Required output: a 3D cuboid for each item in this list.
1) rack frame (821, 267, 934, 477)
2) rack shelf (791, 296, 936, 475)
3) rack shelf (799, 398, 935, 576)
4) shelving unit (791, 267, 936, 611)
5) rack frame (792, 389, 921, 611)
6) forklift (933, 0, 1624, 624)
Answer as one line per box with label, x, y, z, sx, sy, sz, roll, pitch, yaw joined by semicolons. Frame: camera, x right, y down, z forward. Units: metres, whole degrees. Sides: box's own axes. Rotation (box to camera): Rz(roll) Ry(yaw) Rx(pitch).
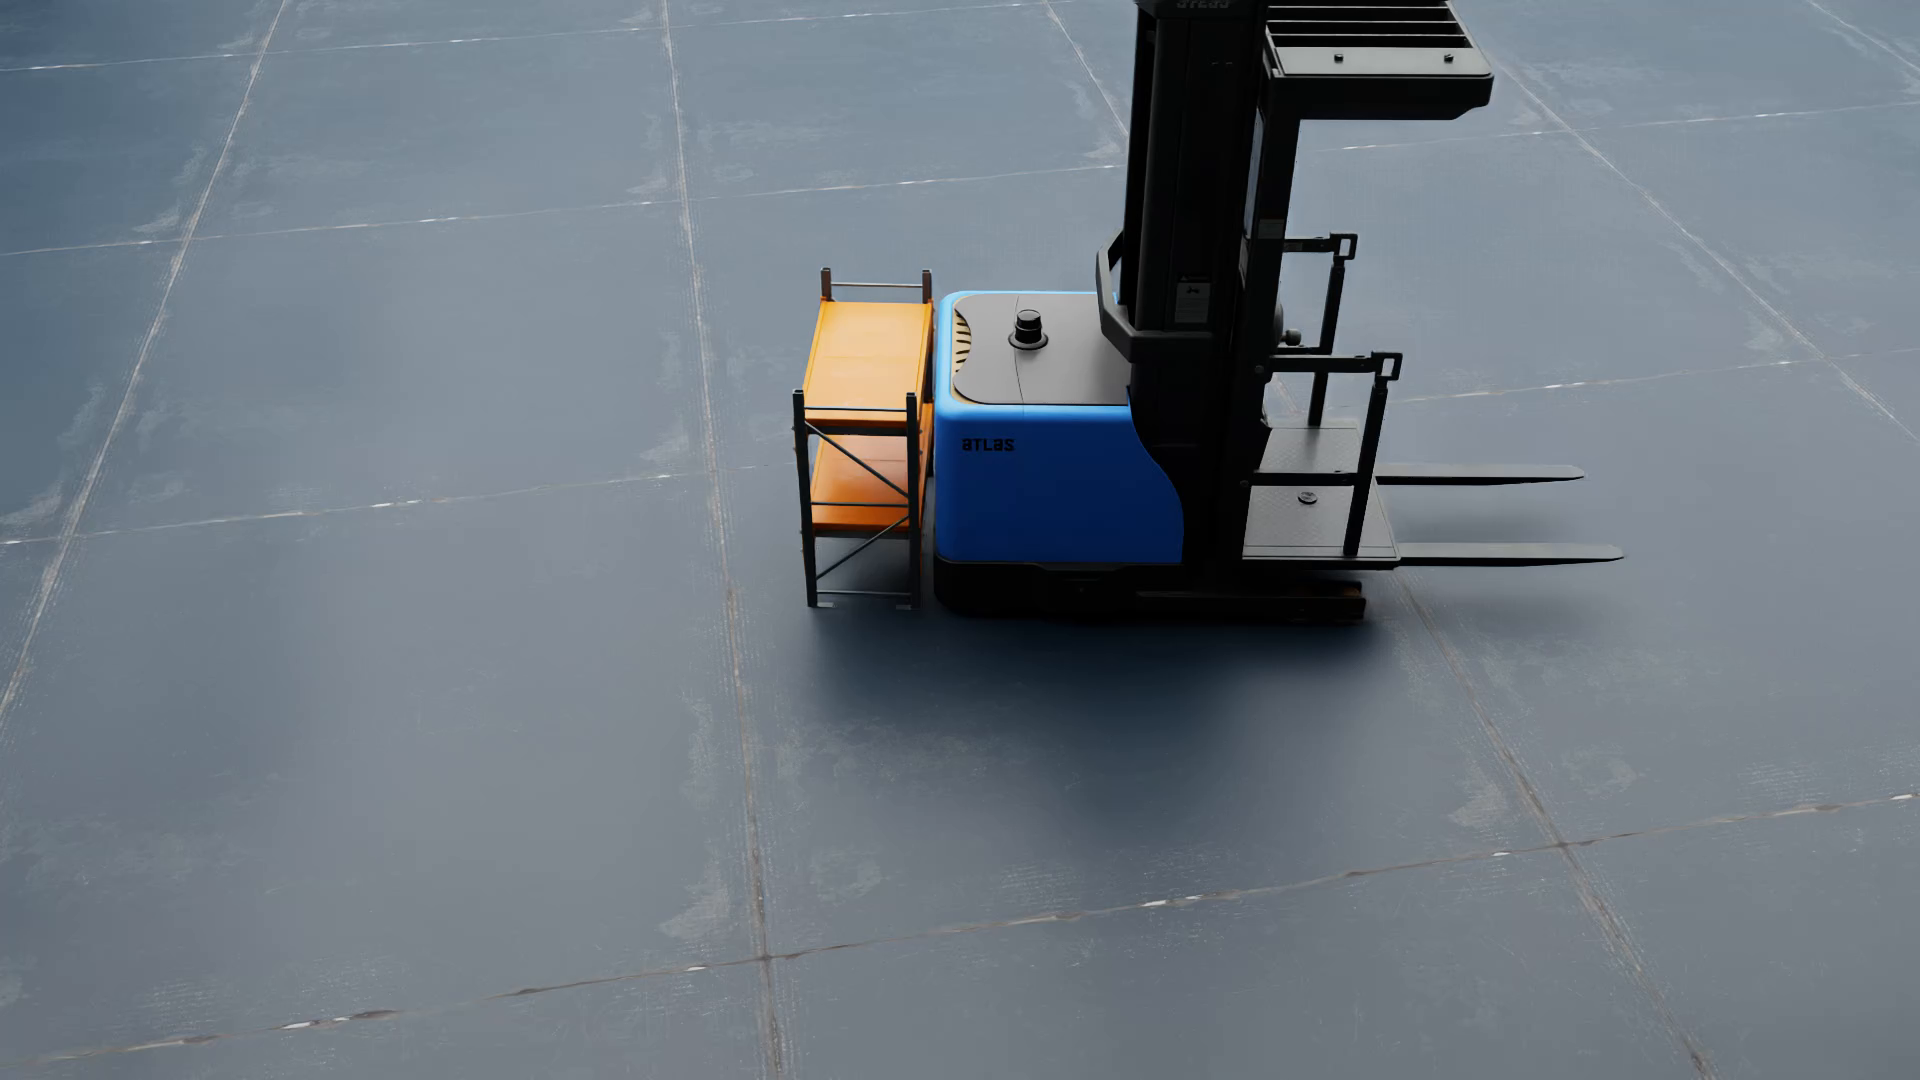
rack frame;-0.377;-0.771;7.825;0.500;1.125;0.032;2;38;2
rack shelf;-0.400;-0.690;7.245;0.538;0.278;1.000;2;38;2
rack shelf;-0.400;-0.266;7.574;0.538;0.278;1.000;2;38;2
shelving unit;-0.400;-0.459;7.424;0.538;1.125;1.048;2;38;2
rack frame;-0.424;-0.148;7.023;0.500;1.125;0.032;2;38;2
forklift;1.405;-1.123;6.806;3.031;2.935;1.130;0;38;1
